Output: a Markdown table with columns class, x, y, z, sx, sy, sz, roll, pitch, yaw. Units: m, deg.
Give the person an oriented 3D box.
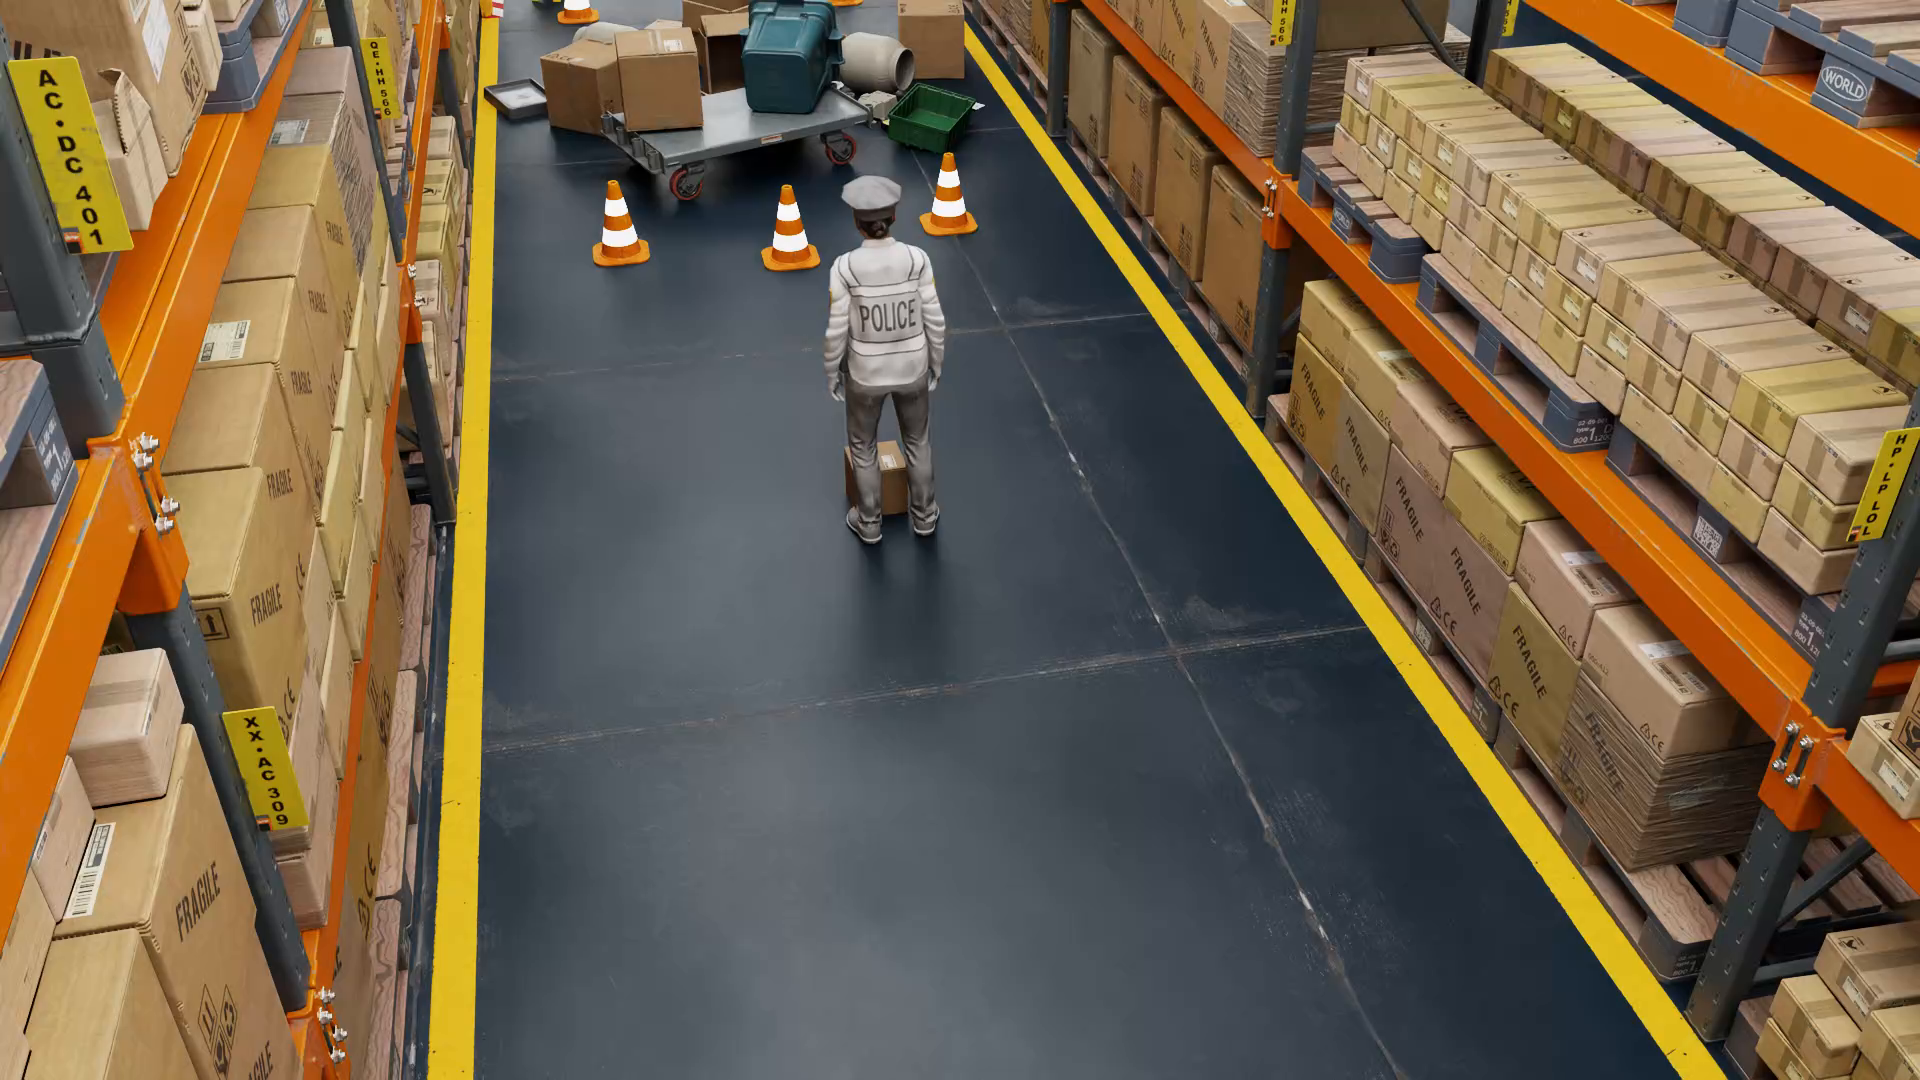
| class | x | y | z | sx | sy | sz | roll | pitch | yaw |
| --- | --- | --- | --- | --- | --- | --- | --- | --- | --- |
| person | -0.325 | -0.732 | 7.204 | 0.526 | 1.663 | 0.374 | -8 | 35 | -11 |
